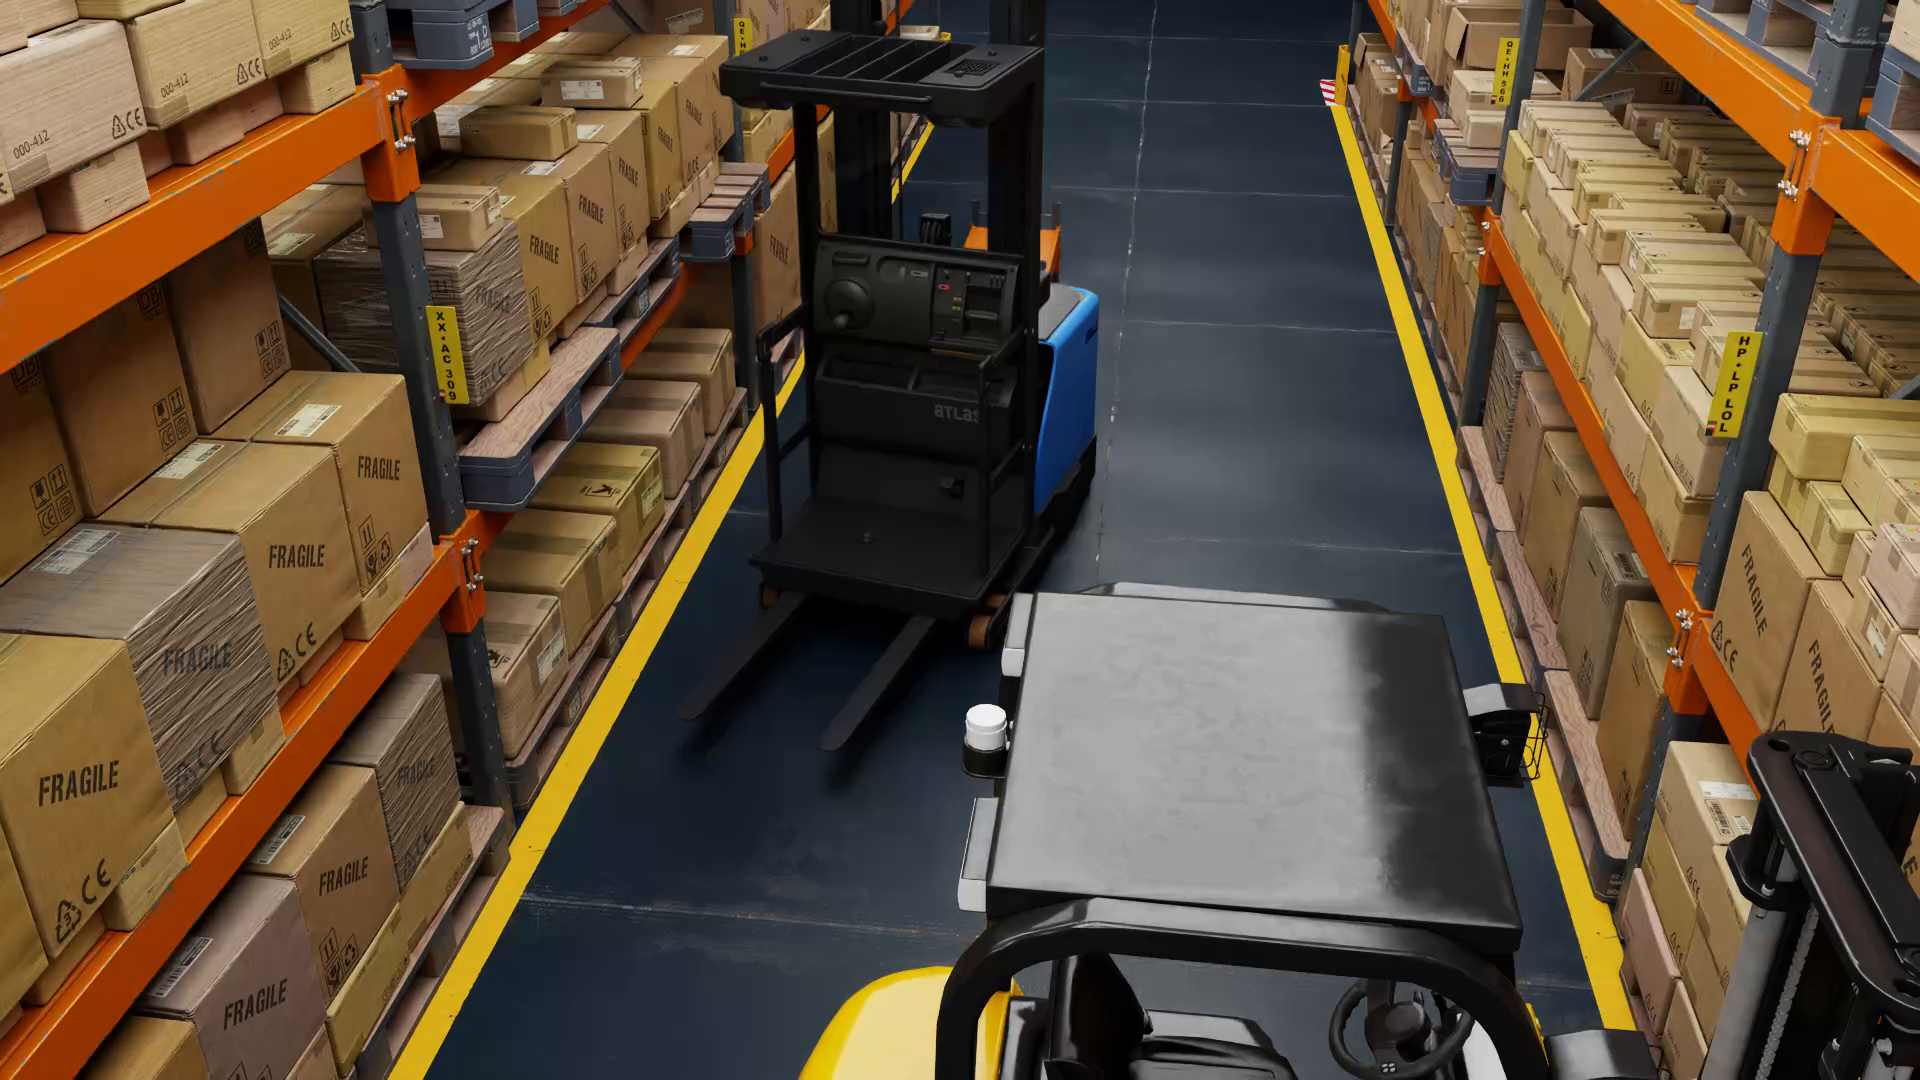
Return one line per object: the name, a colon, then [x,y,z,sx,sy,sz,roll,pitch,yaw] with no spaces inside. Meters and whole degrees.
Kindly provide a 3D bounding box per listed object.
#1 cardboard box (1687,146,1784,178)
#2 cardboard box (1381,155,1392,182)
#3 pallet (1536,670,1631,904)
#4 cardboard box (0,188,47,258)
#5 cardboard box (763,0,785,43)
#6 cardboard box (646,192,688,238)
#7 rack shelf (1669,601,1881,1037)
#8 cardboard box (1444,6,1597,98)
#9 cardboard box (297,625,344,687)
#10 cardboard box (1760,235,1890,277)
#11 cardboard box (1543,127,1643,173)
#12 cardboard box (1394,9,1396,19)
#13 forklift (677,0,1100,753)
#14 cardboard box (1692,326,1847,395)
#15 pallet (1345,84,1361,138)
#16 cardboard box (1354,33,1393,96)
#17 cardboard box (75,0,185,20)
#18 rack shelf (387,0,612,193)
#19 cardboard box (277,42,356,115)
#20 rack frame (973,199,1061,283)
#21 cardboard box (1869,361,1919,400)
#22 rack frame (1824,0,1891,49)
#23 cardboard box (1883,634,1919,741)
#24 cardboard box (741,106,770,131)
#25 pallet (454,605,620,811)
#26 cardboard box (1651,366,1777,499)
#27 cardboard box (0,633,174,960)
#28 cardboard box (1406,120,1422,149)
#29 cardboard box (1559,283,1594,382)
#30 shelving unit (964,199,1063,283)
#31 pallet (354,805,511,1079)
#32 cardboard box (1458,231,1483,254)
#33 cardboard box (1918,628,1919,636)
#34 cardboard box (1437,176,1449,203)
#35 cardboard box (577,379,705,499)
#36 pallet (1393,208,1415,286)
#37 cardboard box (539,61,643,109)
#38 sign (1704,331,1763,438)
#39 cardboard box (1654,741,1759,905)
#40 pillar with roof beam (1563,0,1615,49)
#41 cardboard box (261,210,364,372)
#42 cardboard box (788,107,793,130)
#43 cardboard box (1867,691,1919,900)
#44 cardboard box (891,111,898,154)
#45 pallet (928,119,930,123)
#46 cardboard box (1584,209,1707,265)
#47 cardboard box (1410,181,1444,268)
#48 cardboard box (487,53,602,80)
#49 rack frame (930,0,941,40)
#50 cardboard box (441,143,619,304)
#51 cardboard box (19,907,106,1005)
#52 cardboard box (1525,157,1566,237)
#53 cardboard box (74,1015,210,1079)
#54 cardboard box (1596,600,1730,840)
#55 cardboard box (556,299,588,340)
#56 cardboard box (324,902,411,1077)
cardboard box: [3.441,-1.623,7.311,0.380,0.149,0.250,3,28,5]
cardboard box: [3.521,-2.918,13.067,0.380,0.149,0.250,3,28,5]
pallet: [2.816,0.935,6.292,1.003,0.211,1.213,3,28,6]
cardboard box: [-2.154,-0.673,3.439,0.380,0.149,0.250,4,29,7]
cardboard box: [-1.318,-3.049,9.587,0.500,0.500,0.500,3,29,6]
cardboard box: [-1.485,-1.519,7.729,0.380,0.149,0.250,4,29,7]
rack shelf: [2.519,1.315,3.405,1.077,0.370,4.000,3,28,6]
cardboard box: [3.271,-2.836,9.799,0.797,0.503,0.637,3,28,5]
cardboard box: [-2.033,0.286,4.822,0.380,0.149,0.250,3,29,6]
cardboard box: [3.229,-1.023,6.197,0.380,0.149,0.250,3,28,6]
cardboard box: [2.885,-1.775,7.592,0.380,0.149,0.250,4,29,8]
cardboard box: [3.610,-4.133,13.023,0.380,0.149,0.250,4,29,8]
forklift: [-0.272,-1.020,7.054,1.130,2.935,3.031,10,30,18]
cardboard box: [2.599,-0.569,5.355,0.380,0.149,0.250,3,28,5]
pallet: [4.128,-3.953,15.365,1.003,0.211,1.213,3,28,6]
cardboard box: [4.065,-4.395,15.435,0.797,0.503,0.637,2,28,4]
cardboard box: [-1.963,-1.255,3.679,0.380,0.149,0.250,4,29,8]
rack shelf: [-1.918,-2.175,6.721,1.077,0.370,4.000,3,28,6]
cardboard box: [-1.898,-1.274,4.554,0.380,0.149,0.250,3,29,6]
rack frame: [0.322,-1.432,9.722,0.500,1.125,0.032,3,29,6]
cardboard box: [3.020,-0.426,5.089,0.380,0.149,0.250,3,28,5]
rack frame: [2.764,-2.584,3.559,1.000,3.000,0.127,3,28,6]
cardboard box: [2.292,0.343,3.661,0.380,0.149,0.250,3,28,6]
cardboard box: [-1.365,-2.491,9.342,0.500,0.250,0.500,3,28,6]
pallet: [-2.069,0.631,6.856,1.003,0.211,1.213,3,28,6]
cardboard box: [2.571,-0.343,5.356,0.500,0.250,0.500,3,28,5]
cardboard box: [-2.144,0.547,3.653,0.500,0.500,0.500,3,28,5]
cardboard box: [3.436,-2.926,12.027,0.380,0.149,0.250,5,29,9]
cardboard box: [2.769,-0.842,6.809,0.500,0.250,0.500,4,29,8]
shelving unit: [0.258,-1.193,9.279,0.538,1.125,1.048,3,29,6]
pallet: [-2.210,1.316,5.585,1.003,0.211,1.213,3,28,6]
cardboard box: [3.142,-1.695,9.743,0.380,0.149,0.250,2,28,5]
cardboard box: [2.327,0.217,3.582,0.380,0.149,0.250,3,28,5]
cardboard box: [3.339,-2.307,10.879,0.380,0.149,0.250,4,29,8]
cardboard box: [-1.834,-0.528,8.395,0.950,0.372,0.625,3,28,5]
pallet: [3.682,-2.096,11.919,1.003,0.211,1.213,3,28,6]
cardboard box: [-1.593,-1.972,7.202,0.380,0.149,0.250,2,28,4]
sign: [2.224,-0.445,4.776,0.100,0.325,0.005,3,28,6]
cardboard box: [2.393,0.852,4.909,0.500,0.250,0.500,3,28,5]
pillar with roof beam: [0.452,-6.876,11.525,9.100,9.000,0.400,3,28,6]
cardboard box: [-2.334,-0.821,5.749,0.500,0.500,0.500,3,28,5]
cardboard box: [-1.247,-2.752,10.354,0.500,0.250,0.500,4,29,8]
cardboard box: [2.342,0.691,3.700,0.500,0.500,0.500,3,28,6]
cardboard box: [-0.999,-3.342,13.549,0.875,0.438,0.875,3,28,5]
pallet: [-0.713,-4.270,15.954,1.003,0.211,1.213,3,28,6]
cardboard box: [2.668,-1.179,6.487,0.380,0.149,0.250,3,28,5]
cardboard box: [3.341,-2.093,11.165,0.500,0.500,0.500,3,28,5]
cardboard box: [-2.014,-2.029,7.991,0.500,0.500,0.500,5,29,9]
rack frame: [-0.692,-5.879,15.999,1.000,3.000,0.127,3,28,6]
cardboard box: [-1.686,-1.262,6.567,0.500,0.500,0.500,3,28,6]
cardboard box: [-2.166,0.885,3.710,0.380,0.149,0.250,3,28,5]
cardboard box: [2.895,-1.550,7.595,0.500,0.250,0.500,4,29,8]
cardboard box: [-2.148,1.491,3.985,0.500,0.500,0.500,4,29,7]
cardboard box: [2.817,0.671,5.903,0.875,0.625,0.625,5,29,8]
cardboard box: [-1.710,-0.920,6.617,0.380,0.149,0.250,4,29,7]
cardboard box: [-2.024,1.341,5.055,0.500,0.250,0.500,3,28,5]
